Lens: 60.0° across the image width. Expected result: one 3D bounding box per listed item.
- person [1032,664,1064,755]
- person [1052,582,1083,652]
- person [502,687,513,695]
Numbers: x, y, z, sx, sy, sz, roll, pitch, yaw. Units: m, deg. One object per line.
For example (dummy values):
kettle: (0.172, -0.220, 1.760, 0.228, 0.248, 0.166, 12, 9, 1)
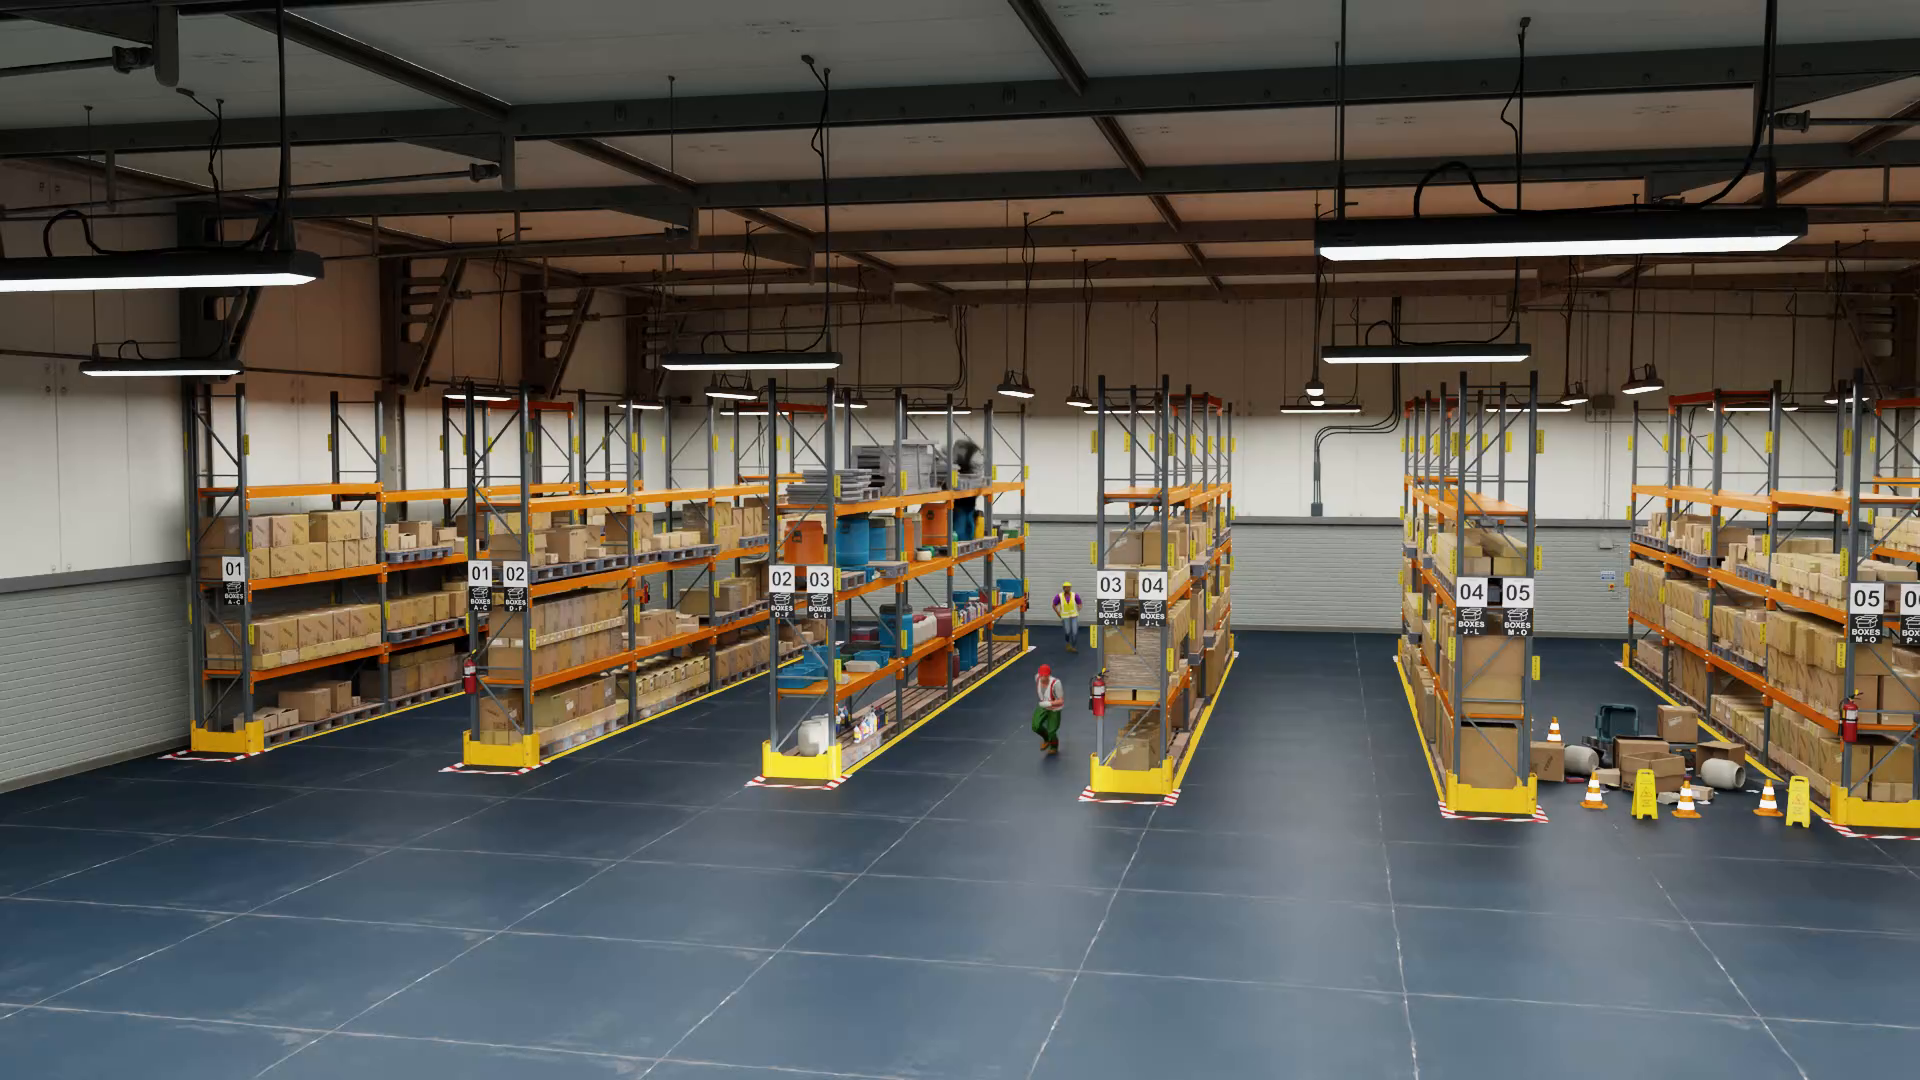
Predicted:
person: (1.395, 2.704, 26.506, 0.706, 1.532, 1.007, 2, 4, 30)
person: (2.609, 1.859, 39.924, 0.708, 1.711, 0.602, 0, 3, -8)
person: (-8.008, 2.510, 29.528, 0.583, 1.626, 0.915, 0, 3, 4)
